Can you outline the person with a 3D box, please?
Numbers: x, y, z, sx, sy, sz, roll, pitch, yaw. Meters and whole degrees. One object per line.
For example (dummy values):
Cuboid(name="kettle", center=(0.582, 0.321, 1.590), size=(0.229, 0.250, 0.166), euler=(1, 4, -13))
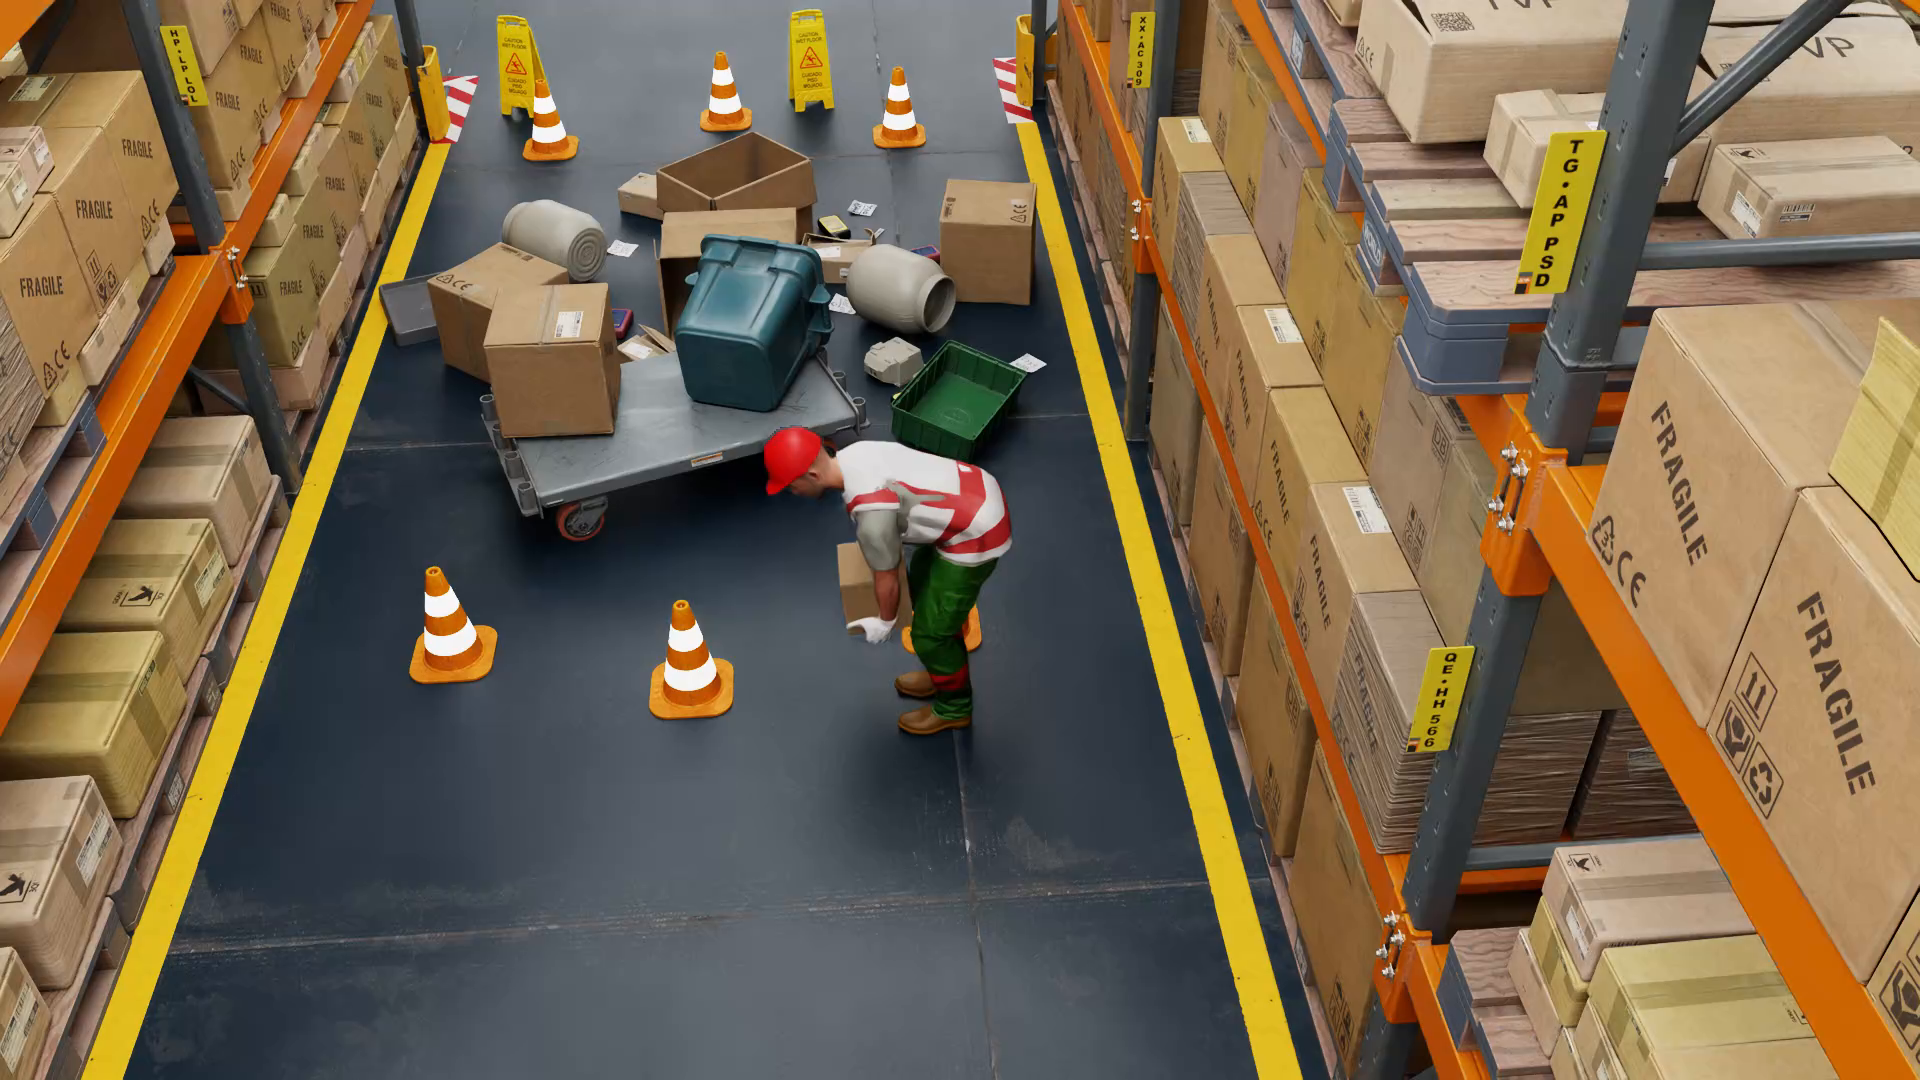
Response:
Cuboid(name="person", center=(-0.254, 0.137, 6.275), size=(0.888, 1.396, 0.471), euler=(-4, 39, -5))
